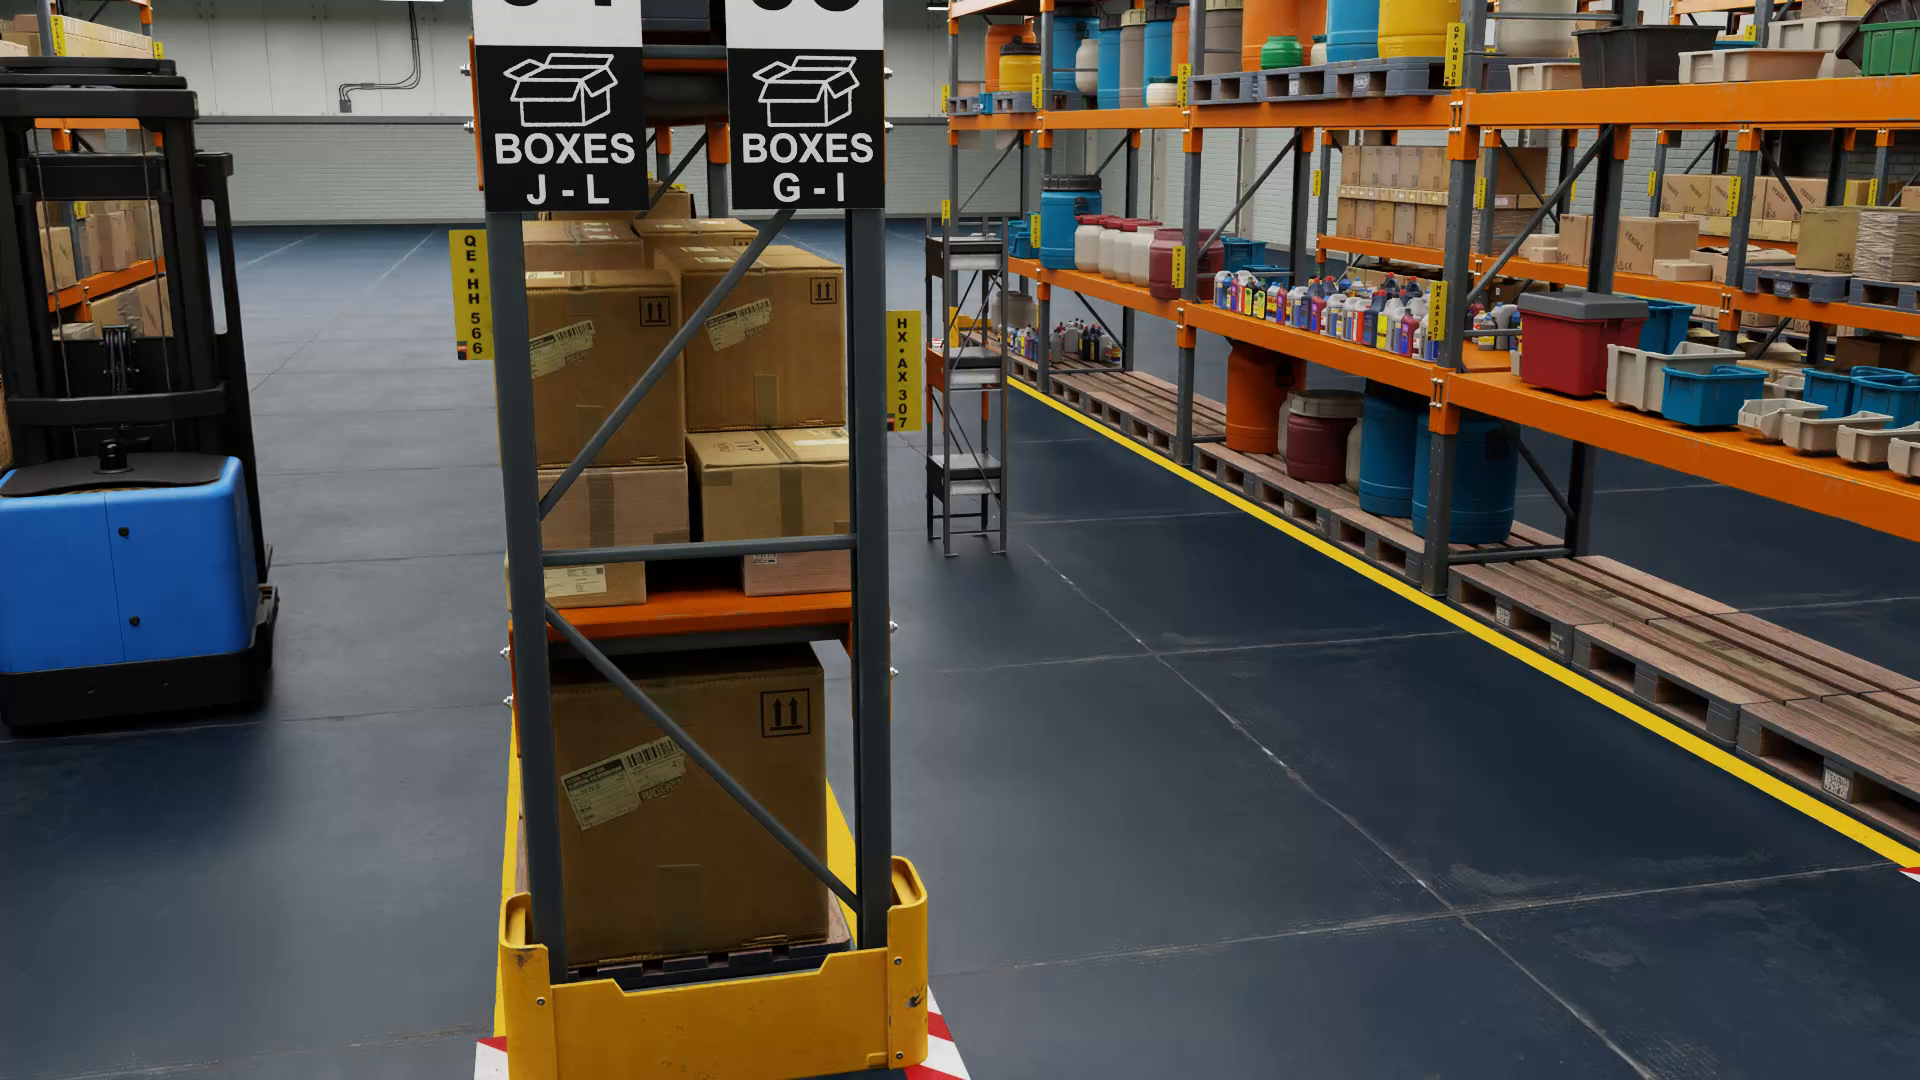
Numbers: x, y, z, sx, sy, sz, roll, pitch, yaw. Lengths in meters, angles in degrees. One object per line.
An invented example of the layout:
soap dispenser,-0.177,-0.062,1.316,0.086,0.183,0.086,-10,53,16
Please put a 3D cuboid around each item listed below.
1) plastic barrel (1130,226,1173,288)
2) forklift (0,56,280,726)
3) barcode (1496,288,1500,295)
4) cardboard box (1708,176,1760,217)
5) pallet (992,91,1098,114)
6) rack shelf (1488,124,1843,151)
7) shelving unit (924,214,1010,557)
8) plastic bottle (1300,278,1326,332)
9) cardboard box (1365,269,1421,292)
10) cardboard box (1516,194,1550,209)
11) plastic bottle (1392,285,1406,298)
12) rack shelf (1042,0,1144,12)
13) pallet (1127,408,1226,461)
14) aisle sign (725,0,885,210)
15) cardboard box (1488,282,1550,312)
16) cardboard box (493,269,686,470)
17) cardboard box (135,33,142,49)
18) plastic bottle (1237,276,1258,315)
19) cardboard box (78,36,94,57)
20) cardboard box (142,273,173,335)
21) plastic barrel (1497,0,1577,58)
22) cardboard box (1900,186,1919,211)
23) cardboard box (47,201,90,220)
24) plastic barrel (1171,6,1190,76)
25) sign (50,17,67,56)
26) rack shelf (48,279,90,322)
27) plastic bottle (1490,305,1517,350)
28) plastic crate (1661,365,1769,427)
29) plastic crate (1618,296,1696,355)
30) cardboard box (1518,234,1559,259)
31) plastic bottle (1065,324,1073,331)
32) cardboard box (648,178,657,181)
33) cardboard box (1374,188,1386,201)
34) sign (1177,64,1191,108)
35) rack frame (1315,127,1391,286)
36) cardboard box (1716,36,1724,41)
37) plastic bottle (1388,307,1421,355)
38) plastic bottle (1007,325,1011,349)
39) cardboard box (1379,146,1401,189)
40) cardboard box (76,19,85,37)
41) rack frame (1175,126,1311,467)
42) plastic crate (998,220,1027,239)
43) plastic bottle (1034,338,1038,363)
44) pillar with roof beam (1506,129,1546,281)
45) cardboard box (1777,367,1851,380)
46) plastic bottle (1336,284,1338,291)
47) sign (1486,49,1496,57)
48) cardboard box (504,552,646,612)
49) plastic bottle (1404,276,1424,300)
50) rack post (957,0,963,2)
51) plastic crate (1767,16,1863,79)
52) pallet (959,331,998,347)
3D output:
plastic barrel,1.693,-2.465,14.459,0.421,0.512,0.421,0,14,0
forklift,-4.221,-0.912,8.484,1.130,2.935,3.031,-5,15,-19
barcode,5.773,-2.669,17.850,0.001,0.075,0.075,-3,14,-13
cardboard box,10.034,-4.425,21.415,0.500,0.500,0.500,-4,14,-15
pallet,1.038,-4.537,17.254,1.213,0.211,1.003,-3,14,-13
rack shelf,6.587,-3.932,15.896,1.077,0.370,4.000,-3,14,-13
shelving unit,0.039,-0.982,10.522,0.431,2.100,0.503,-3,14,-13
plastic bottle,2.388,-1.589,11.214,0.144,0.351,0.185,-3,14,-13
cardboard box,5.337,-3.075,20.522,0.500,0.500,0.500,-3,14,-13
cardboard box,6.243,-3.722,18.264,0.380,0.149,0.250,-3,14,-13
plastic bottle,3.035,-1.621,11.487,0.061,0.283,0.133,-3,14,-13
rack shelf,1.772,-4.920,14.461,1.077,0.370,4.000,-3,14,-13
pallet,2.097,-0.914,14.223,1.003,0.211,1.213,-3,14,-13
aisle sign,-0.386,-1.229,4.160,0.394,0.787,0.004,-3,14,-13
cardboard box,6.313,-2.643,18.752,0.500,0.500,0.500,-3,14,-13
cardboard box,-1.064,-0.500,4.761,0.500,0.500,0.500,-3,14,-12
cardboard box,-8.770,-5.203,17.338,0.380,0.149,0.250,-3,14,-12
plastic bottle,2.138,-1.803,12.247,0.152,0.276,0.135,-3,14,-13
cardboard box,-8.320,-4.507,15.329,0.500,0.250,0.500,-3,14,-14
cardboard box,-9.073,-2.423,18.117,0.875,0.875,0.875,-3,14,-13
plastic barrel,3.301,-3.027,9.507,0.433,0.535,0.433,0,14,0
cardboard box,11.018,-3.706,18.637,0.700,0.500,0.500,-3,14,-13
cardboard box,-8.411,-3.166,14.973,0.875,0.550,0.550,-3,14,-13
plastic barrel,2.106,-4.106,14.187,0.600,0.830,0.708,-3,14,-13
sign,-7.832,-4.375,14.441,0.100,0.325,0.005,-3,14,-13
rack shelf,-7.888,-1.670,12.959,1.077,0.370,4.000,-3,14,-13
plastic bottle,3.357,-1.317,10.259,0.152,0.276,0.135,-3,14,-13
plastic crate,3.389,-0.649,7.491,0.416,0.233,0.300,-3,14,-13
plastic crate,3.622,-1.098,9.006,0.392,0.384,0.575,-3,14,-13
cardboard box,6.276,-3.102,17.618,0.500,0.250,0.500,-2,14,-10
plastic bottle,1.285,-2.333,18.967,0.152,0.276,0.135,-4,14,-15
cardboard box,-2.417,-2.178,11.197,0.797,0.503,0.637,-3,14,-11
cardboard box,5.305,-4.231,20.349,0.380,0.149,0.250,-4,14,-15
sign,1.708,-3.462,12.676,0.100,0.325,0.005,-3,14,-13
rack frame,5.178,-4.208,21.832,1.000,3.000,0.127,-3,14,-13
cardboard box,9.916,-6.266,21.573,0.500,0.500,0.500,-3,14,-14
plastic bottle,2.688,-1.262,10.033,0.152,0.276,0.135,-3,14,-13
plastic bottle,0.566,-2.307,18.871,0.097,0.271,0.097,0,14,0
cardboard box,5.536,-4.529,20.202,0.700,0.500,0.500,-3,14,-13
cardboard box,-8.233,-4.676,15.181,0.380,0.149,0.250,-3,14,-14
rack frame,2.241,-2.088,13.152,1.000,3.000,0.127,-3,14,-13
plastic crate,0.771,-3.762,20.319,0.499,0.251,0.616,-3,14,-13
plastic bottle,0.871,-2.070,17.733,0.144,0.351,0.185,-4,14,-15
pillar with roof beam,5.404,-8.431,26.474,9.100,9.000,0.400,-3,14,-13
cardboard box,7.015,-1.121,13.535,0.500,0.500,0.500,-4,14,-15
plastic bottle,2.838,-1.818,12.468,0.097,0.201,0.097,0,14,0
sign,5.579,-5.001,17.500,0.100,0.325,0.005,-3,14,-13
cardboard box,-1.098,0.092,4.759,0.380,0.149,0.250,-3,14,-12
plastic bottle,3.091,-1.618,11.333,0.144,0.351,0.185,-3,14,-13
rack post,0.416,-6.423,19.310,0.937,0.300,0.954,-2,14,-7
plastic crate,3.900,-2.170,7.419,0.437,0.282,0.530,-3,14,-13
pallet,0.612,-2.376,20.207,1.003,0.211,1.213,-3,14,-13
